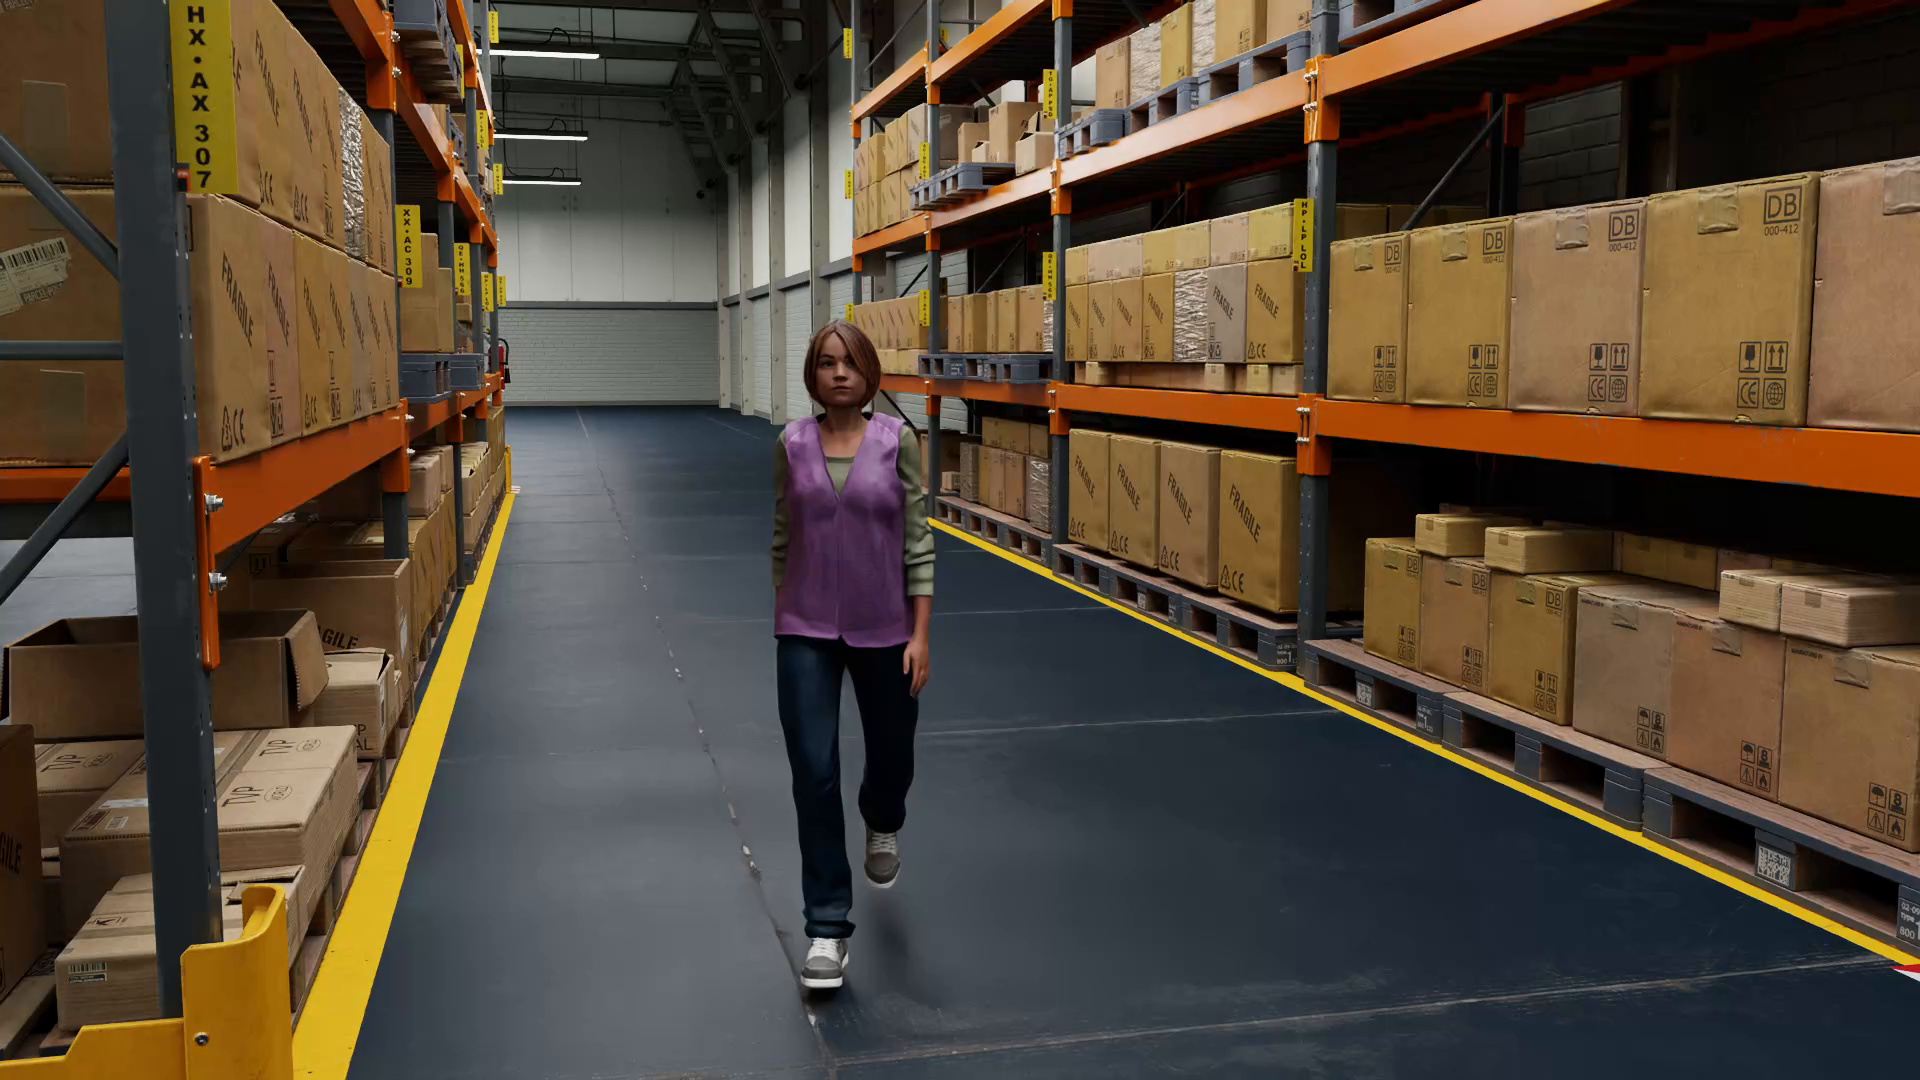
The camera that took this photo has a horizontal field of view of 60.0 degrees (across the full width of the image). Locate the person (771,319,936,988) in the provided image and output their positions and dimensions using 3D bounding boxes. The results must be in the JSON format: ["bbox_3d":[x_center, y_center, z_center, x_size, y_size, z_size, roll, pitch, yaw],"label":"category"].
[{"bbox_3d":[-0.265,0.246,4.152,0.412,1.553,0.788,0,6,-2],"label":"person"}]
